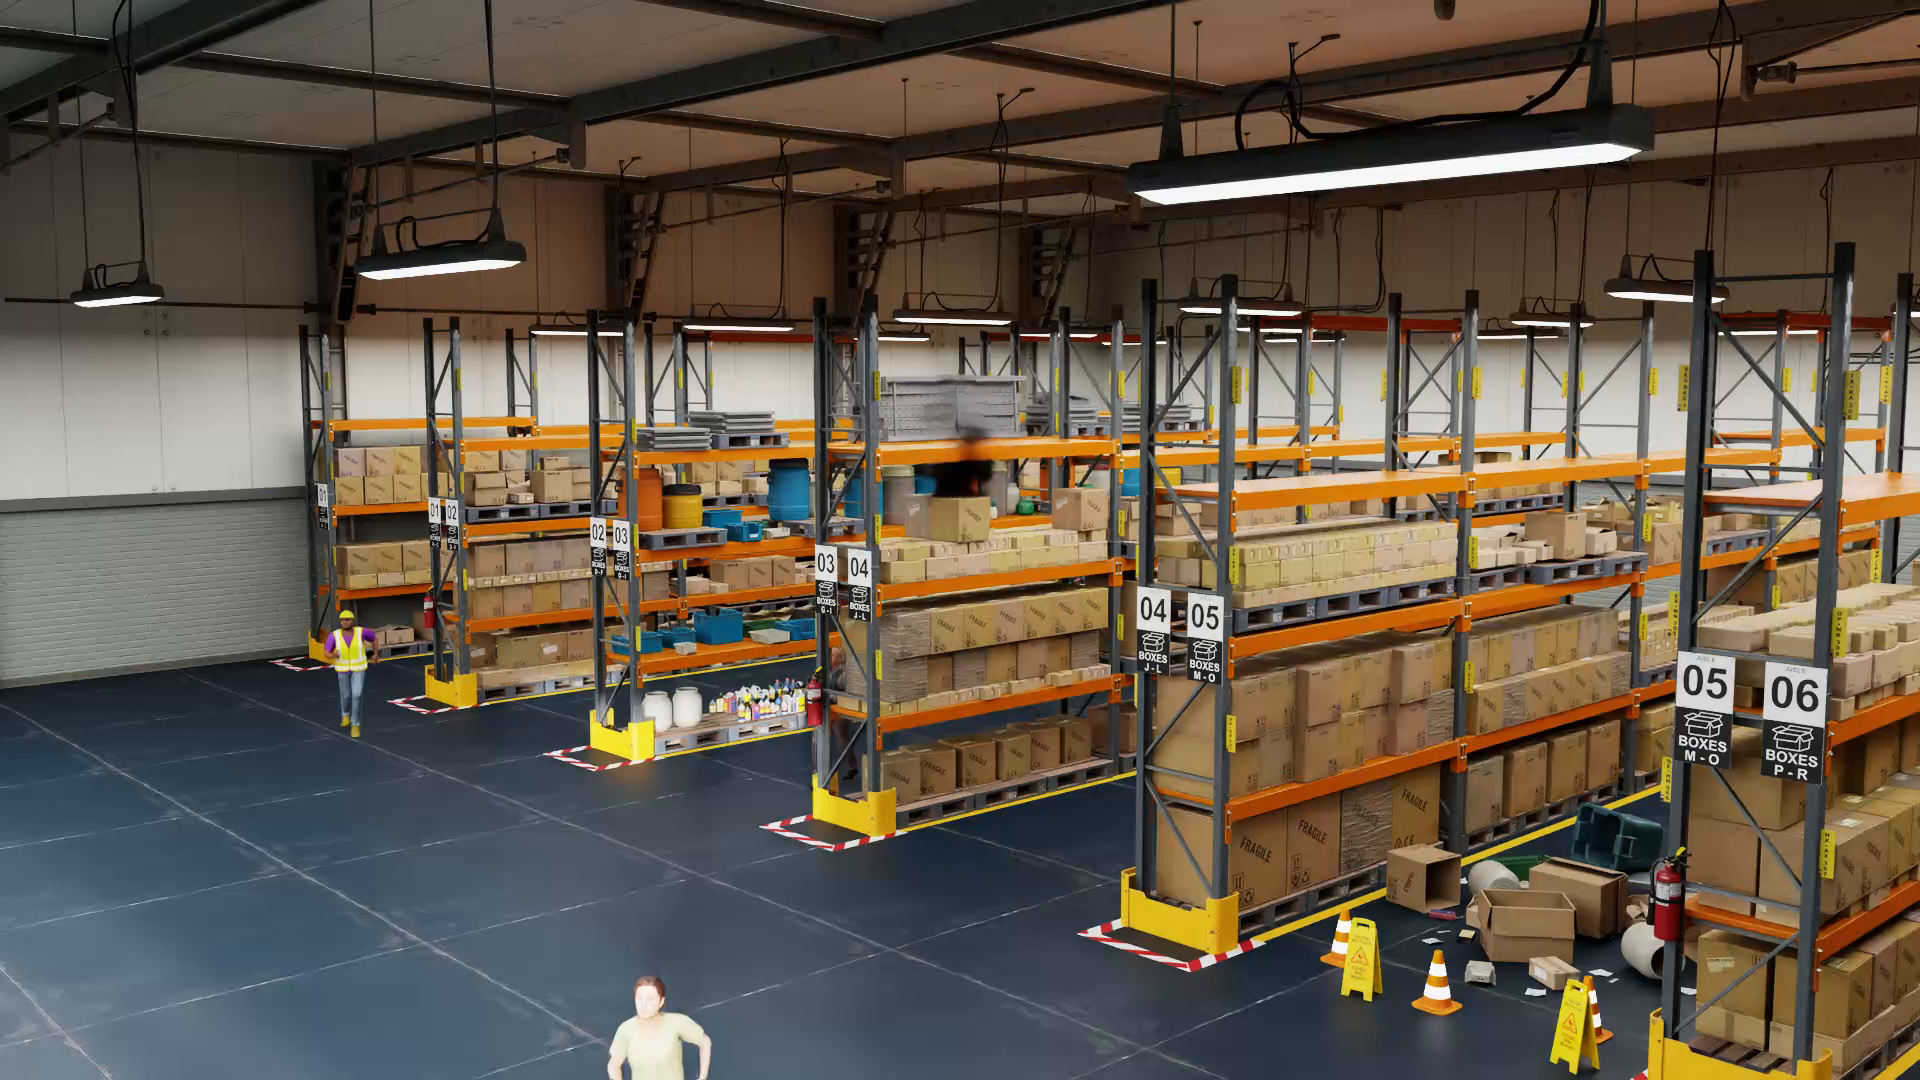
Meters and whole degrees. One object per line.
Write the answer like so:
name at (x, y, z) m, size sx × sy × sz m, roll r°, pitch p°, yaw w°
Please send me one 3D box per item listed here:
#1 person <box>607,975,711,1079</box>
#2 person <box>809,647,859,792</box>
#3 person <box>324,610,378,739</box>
person at (-1.792, 3.368, 9.898) m, size 0.597 × 1.631 × 0.613 m, roll 0°, pitch 6°, yaw 0°
person at (-1.570, 2.213, 20.704) m, size 0.629 × 1.774 × 0.769 m, roll 4°, pitch 7°, yaw 32°
person at (-8.703, 1.888, 23.795) m, size 0.713 × 1.812 × 0.908 m, roll -1°, pitch 6°, yaw -13°
